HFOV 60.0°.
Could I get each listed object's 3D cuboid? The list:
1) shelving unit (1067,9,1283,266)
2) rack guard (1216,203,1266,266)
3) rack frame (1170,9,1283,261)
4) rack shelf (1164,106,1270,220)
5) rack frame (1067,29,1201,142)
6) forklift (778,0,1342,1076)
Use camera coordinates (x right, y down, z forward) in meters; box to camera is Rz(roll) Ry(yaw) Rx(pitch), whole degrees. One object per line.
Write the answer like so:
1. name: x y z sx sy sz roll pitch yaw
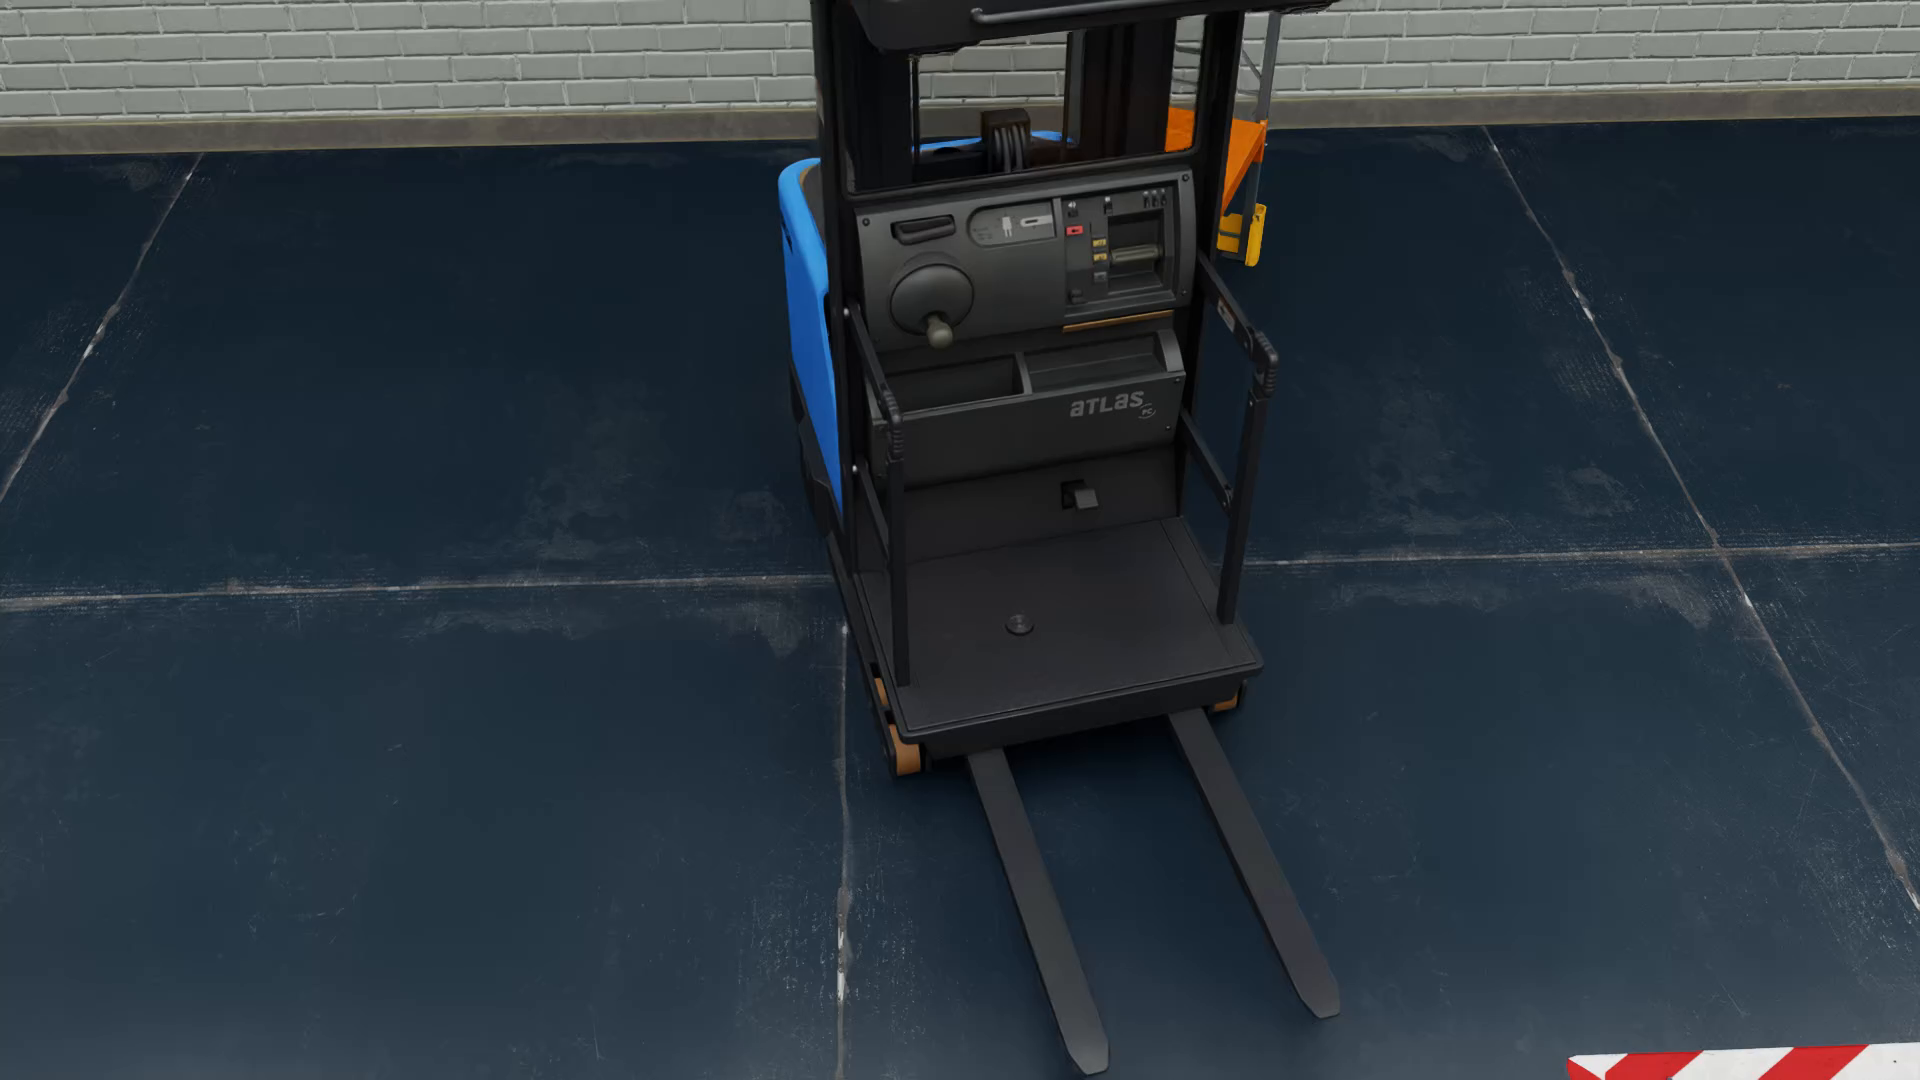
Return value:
1. shelving unit: 0.799 -1.490 6.266 0.587 1.500 1.083 15 45 16
2. rack guard: 0.986 -1.341 7.028 0.587 0.250 0.087 15 45 16
3. rack frame: 0.986 -1.803 6.607 0.500 1.500 0.032 15 45 16
4. rack shelf: 0.796 -1.352 6.381 0.538 0.185 1.000 15 45 16
5. rack frame: 0.606 -1.166 5.912 0.500 1.500 0.032 15 45 16
6. forklift: 0.243 -0.671 4.313 1.130 2.935 3.031 -10 43 -11
